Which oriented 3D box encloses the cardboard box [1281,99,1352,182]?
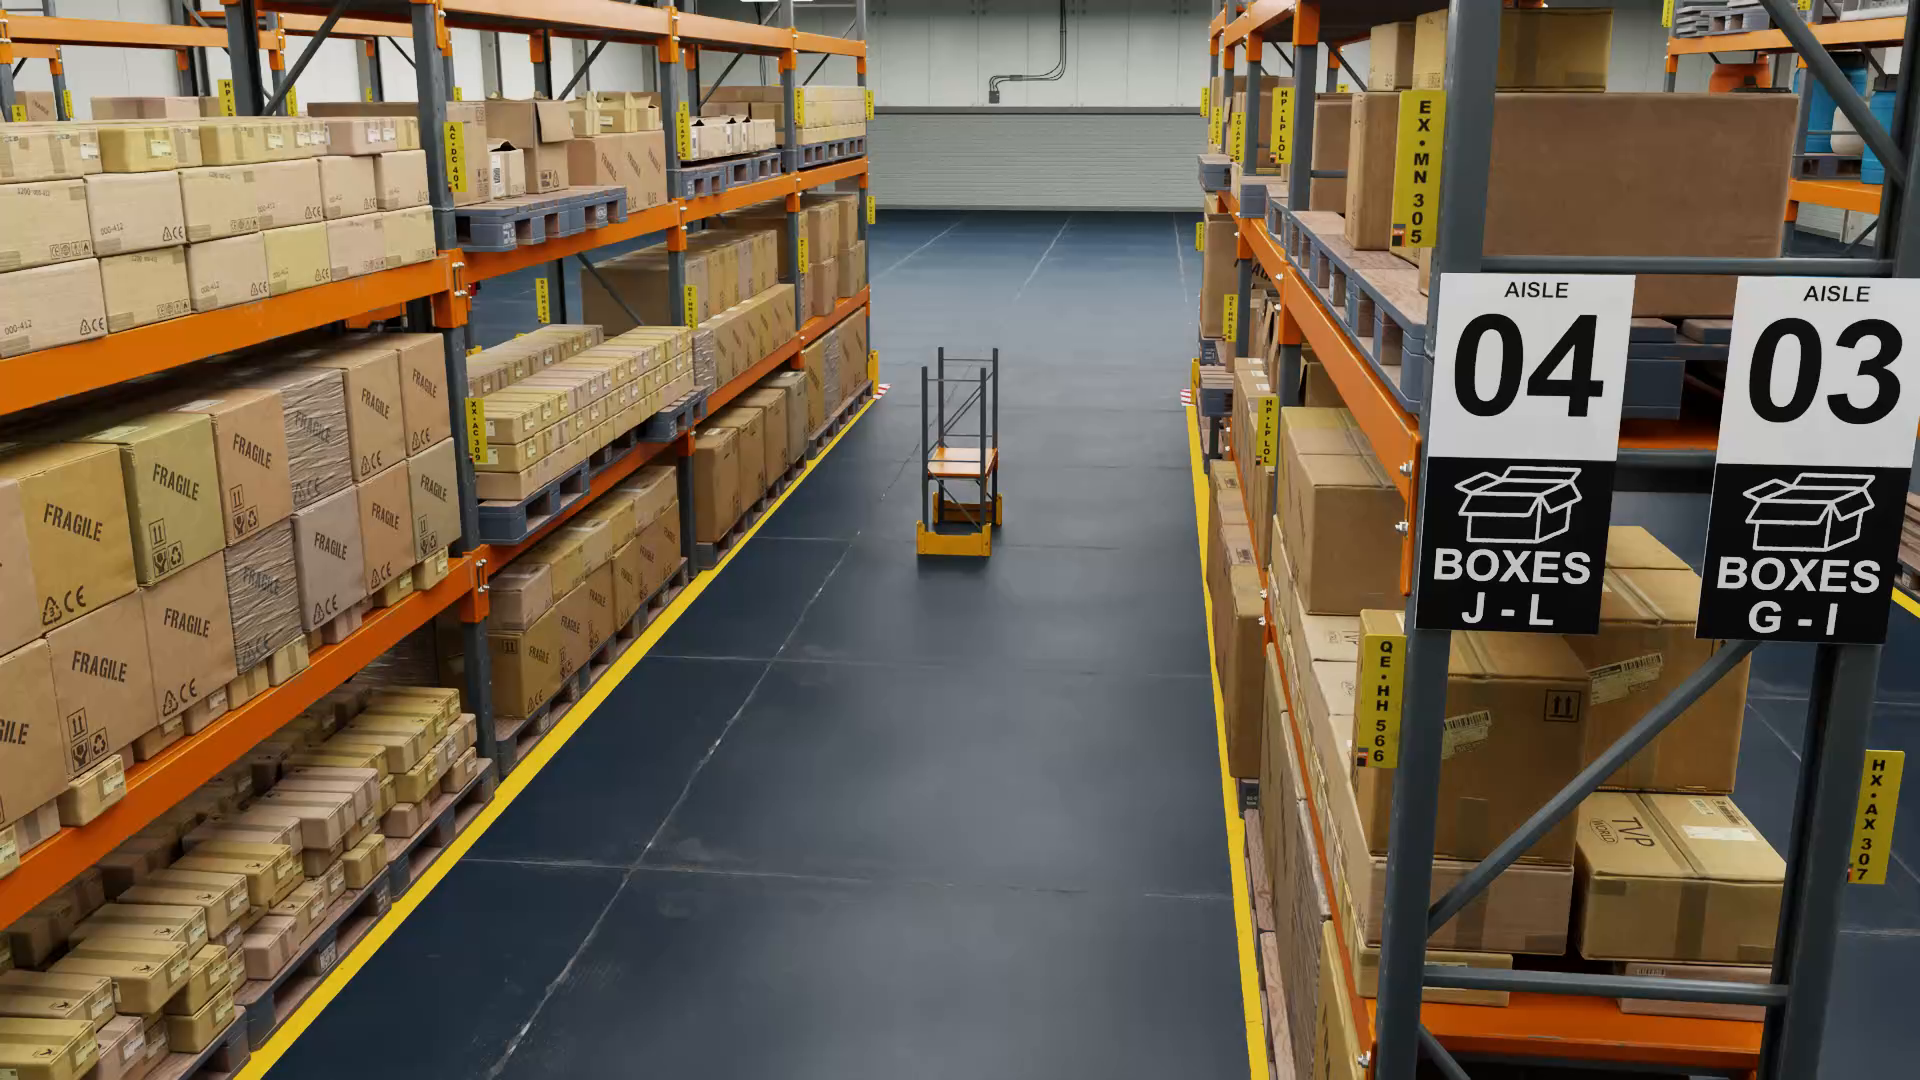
[{"bbox_3d":[2.423,-2.547,10.584,0.797,0.503,0.637,3,15,10],"label":"cardboard box"}]

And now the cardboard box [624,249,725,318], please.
[{"bbox_3d":[-2.325,-2.090,13.538,0.700,0.500,0.500,1,15,5],"label":"cardboard box"}]

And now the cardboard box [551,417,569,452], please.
[{"bbox_3d":[-2.391,-0.589,9.201,0.380,0.149,0.250,2,15,8],"label":"cardboard box"}]

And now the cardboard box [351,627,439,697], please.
[{"bbox_3d":[-3.115,0.663,9.446,0.500,0.500,0.500,1,15,5],"label":"cardboard box"}]

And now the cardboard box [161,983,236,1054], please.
[{"bbox_3d":[-2.915,1.745,6.118,0.380,0.149,0.250,2,15,7],"label":"cardboard box"}]

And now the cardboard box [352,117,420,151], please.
[{"bbox_3d":[-2.712,-1.861,7.618,0.380,0.149,0.250,1,15,4],"label":"cardboard box"}]

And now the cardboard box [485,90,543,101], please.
[{"bbox_3d":[-2.864,-2.747,10.668,0.396,0.266,0.258,2,15,6],"label":"cardboard box"}]

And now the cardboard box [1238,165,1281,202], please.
[{"bbox_3d":[2.230,-2.512,11.748,0.500,0.250,0.500,2,15,6],"label":"cardboard box"}]

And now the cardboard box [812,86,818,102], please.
[{"bbox_3d":[-1.610,-4.395,16.380,0.380,0.149,0.250,2,15,6],"label":"cardboard box"}]

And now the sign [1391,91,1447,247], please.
[{"bbox_3d":[0.980,-0.788,3.539,0.100,0.325,0.005,2,15,6],"label":"sign"}]

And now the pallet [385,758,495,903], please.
[{"bbox_3d":[-2.989,1.380,8.153,1.003,0.211,1.213,2,15,6],"label":"pallet"}]

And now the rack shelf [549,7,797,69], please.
[{"bbox_3d":[-2.271,-4.053,13.556,1.077,0.370,4.000,2,15,6],"label":"rack shelf"}]

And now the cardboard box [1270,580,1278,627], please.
[{"bbox_3d":[1.575,0.287,7.334,0.380,0.149,0.250,1,15,4],"label":"cardboard box"}]

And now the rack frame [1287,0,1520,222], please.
[{"bbox_3d":[1.969,-2.865,7.017,1.000,3.000,0.127,2,15,6],"label":"rack frame"}]

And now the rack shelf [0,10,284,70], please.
[{"bbox_3d":[-7.201,-4.173,13.998,1.077,0.370,4.000,2,15,6],"label":"rack shelf"}]

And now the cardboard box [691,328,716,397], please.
[{"bbox_3d":[-2.178,-1.335,12.662,0.500,0.500,0.500,2,15,7],"label":"cardboard box"}]

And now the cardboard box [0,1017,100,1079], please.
[{"bbox_3d":[-3.003,1.657,5.306,0.380,0.149,0.250,1,15,4],"label":"cardboard box"}]

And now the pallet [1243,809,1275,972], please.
[{"bbox_3d":[1.805,1.572,7.443,1.003,0.211,1.213,2,15,6],"label":"pallet"}]

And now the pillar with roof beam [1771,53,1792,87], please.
[{"bbox_3d":[17.976,-13.240,45.387,9.100,9.000,0.400,2,15,6],"label":"pillar with roof beam"}]

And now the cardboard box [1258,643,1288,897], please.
[{"bbox_3d":[1.815,1.023,7.398,0.875,0.875,0.875,2,15,6],"label":"cardboard box"}]

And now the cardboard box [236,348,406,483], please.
[{"bbox_3d":[-2.786,-0.552,7.278,0.500,0.500,0.500,1,15,4],"label":"cardboard box"}]

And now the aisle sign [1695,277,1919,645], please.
[{"bbox_3d":[1.807,-0.159,3.523,0.394,0.787,0.004,2,15,6],"label":"aisle sign"}]

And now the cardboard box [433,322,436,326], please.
[{"bbox_3d":[-6.411,-2.260,19.298,0.500,0.500,0.500,2,15,8],"label":"cardboard box"}]

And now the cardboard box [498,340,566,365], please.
[{"bbox_3d":[-2.832,-1.231,11.005,0.380,0.149,0.250,1,15,4],"label":"cardboard box"}]

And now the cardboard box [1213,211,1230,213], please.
[{"bbox_3d":[2.649,-2.843,15.753,0.500,0.500,0.500,2,15,6],"label":"cardboard box"}]

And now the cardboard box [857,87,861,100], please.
[{"bbox_3d":[-1.325,-5.054,18.817,0.380,0.149,0.250,2,15,7],"label":"cardboard box"}]

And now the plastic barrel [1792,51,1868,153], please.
[{"bbox_3d":[8.011,-4.046,15.365,0.600,0.901,0.708,2,15,6],"label":"plastic barrel"}]

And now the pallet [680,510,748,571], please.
[{"bbox_3d":[-2.333,-0.035,13.386,1.003,0.211,1.213,2,15,6],"label":"pallet"}]

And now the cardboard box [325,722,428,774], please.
[{"bbox_3d":[-2.740,0.977,7.819,0.380,0.149,0.250,2,15,6],"label":"cardboard box"}]

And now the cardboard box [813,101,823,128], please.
[{"bbox_3d":[-1.657,-4.236,16.555,0.500,0.250,0.500,2,15,6],"label":"cardboard box"}]

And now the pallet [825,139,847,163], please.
[{"bbox_3d":[-1.803,-4.149,17.681,1.003,0.211,1.213,2,15,6],"label":"pallet"}]

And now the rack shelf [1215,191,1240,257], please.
[{"bbox_3d":[2.646,-2.626,13.258,1.077,0.370,4.000,2,15,6],"label":"rack shelf"}]

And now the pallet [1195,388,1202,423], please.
[{"bbox_3d":[3.187,-1.506,18.826,1.003,0.211,1.213,2,15,6],"label":"pallet"}]

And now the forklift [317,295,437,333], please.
[{"bbox_3d":[-4.950,-1.737,14.470,1.130,2.935,3.031,-2,15,-8],"label":"forklift"}]

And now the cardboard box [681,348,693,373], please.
[{"bbox_3d":[-2.100,-1.262,11.690,0.380,0.149,0.250,2,15,7],"label":"cardboard box"}]

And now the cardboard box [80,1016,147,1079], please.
[{"bbox_3d":[-2.999,1.728,5.610,0.380,0.149,0.250,2,15,6],"label":"cardboard box"}]

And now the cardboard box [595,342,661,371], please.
[{"bbox_3d":[-2.183,-1.204,10.906,0.380,0.149,0.250,2,15,8],"label":"cardboard box"}]

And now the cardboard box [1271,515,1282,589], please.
[{"bbox_3d":[1.655,0.074,7.359,0.500,0.250,0.500,1,15,5],"label":"cardboard box"}]

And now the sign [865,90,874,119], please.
[{"bbox_3d":[-1.057,-5.071,19.378,0.100,0.325,0.005,2,15,6],"label":"sign"}]

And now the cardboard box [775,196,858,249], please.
[{"bbox_3d":[-1.645,-3.607,18.898,0.875,0.550,0.550,2,15,6],"label":"cardboard box"}]

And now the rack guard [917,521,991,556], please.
[{"bbox_3d":[-0.048,-0.011,13.225,0.587,0.250,0.087,2,15,6],"label":"rack guard"}]

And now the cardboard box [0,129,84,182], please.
[{"bbox_3d":[-2.959,-1.187,5.125,0.380,0.149,0.250,2,15,7],"label":"cardboard box"}]

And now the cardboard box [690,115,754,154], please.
[{"bbox_3d":[-2.025,-3.411,13.958,0.500,0.311,0.500,1,15,4],"label":"cardboard box"}]

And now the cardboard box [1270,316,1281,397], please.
[{"bbox_3d":[2.176,-1.007,9.525,0.797,0.503,0.637,2,15,8],"label":"cardboard box"}]

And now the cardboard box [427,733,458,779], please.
[{"bbox_3d":[-2.686,1.050,8.118,0.380,0.149,0.250,1,15,4],"label":"cardboard box"}]

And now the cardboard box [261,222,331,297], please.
[{"bbox_3d":[-2.860,-1.121,6.601,0.500,0.250,0.500,2,15,6],"label":"cardboard box"}]

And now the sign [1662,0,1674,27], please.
[{"bbox_3d":[7.698,-5.748,18.079,0.100,0.325,0.005,2,15,6],"label":"sign"}]

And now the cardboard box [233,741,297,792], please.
[{"bbox_3d":[-3.269,1.033,7.611,0.380,0.149,0.250,1,15,5],"label":"cardboard box"}]

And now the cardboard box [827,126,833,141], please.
[{"bbox_3d":[-1.525,-4.209,17.218,0.380,0.149,0.250,2,15,6],"label":"cardboard box"}]

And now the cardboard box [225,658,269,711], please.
[{"bbox_3d":[-2.912,0.537,6.410,0.380,0.149,0.250,2,15,8],"label":"cardboard box"}]

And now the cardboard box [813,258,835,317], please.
[{"bbox_3d":[-1.798,-2.664,17.482,0.875,0.550,0.550,2,15,6],"label":"cardboard box"}]

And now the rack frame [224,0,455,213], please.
[{"bbox_3d":[-2.948,-3.037,7.654,1.000,3.000,0.127,2,15,6],"label":"rack frame"}]

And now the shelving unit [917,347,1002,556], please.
[{"bbox_3d":[0.009,-0.744,13.539,0.587,1.500,1.083,2,15,6],"label":"shelving unit"}]

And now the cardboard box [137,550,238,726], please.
[{"bbox_3d":[-2.972,0.330,5.934,0.500,0.500,0.500,2,15,7],"label":"cardboard box"}]

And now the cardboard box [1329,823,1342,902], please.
[{"bbox_3d":[1.287,0.955,4.865,0.380,0.149,0.250,2,15,6],"label":"cardboard box"}]

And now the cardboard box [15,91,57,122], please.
[{"bbox_3d":[-11.264,-5.144,20.003,0.500,0.500,0.500,2,15,8],"label":"cardboard box"}]

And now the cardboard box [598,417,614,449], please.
[{"bbox_3d":[-2.305,-0.650,9.996,0.380,0.149,0.250,1,15,5],"label":"cardboard box"}]
